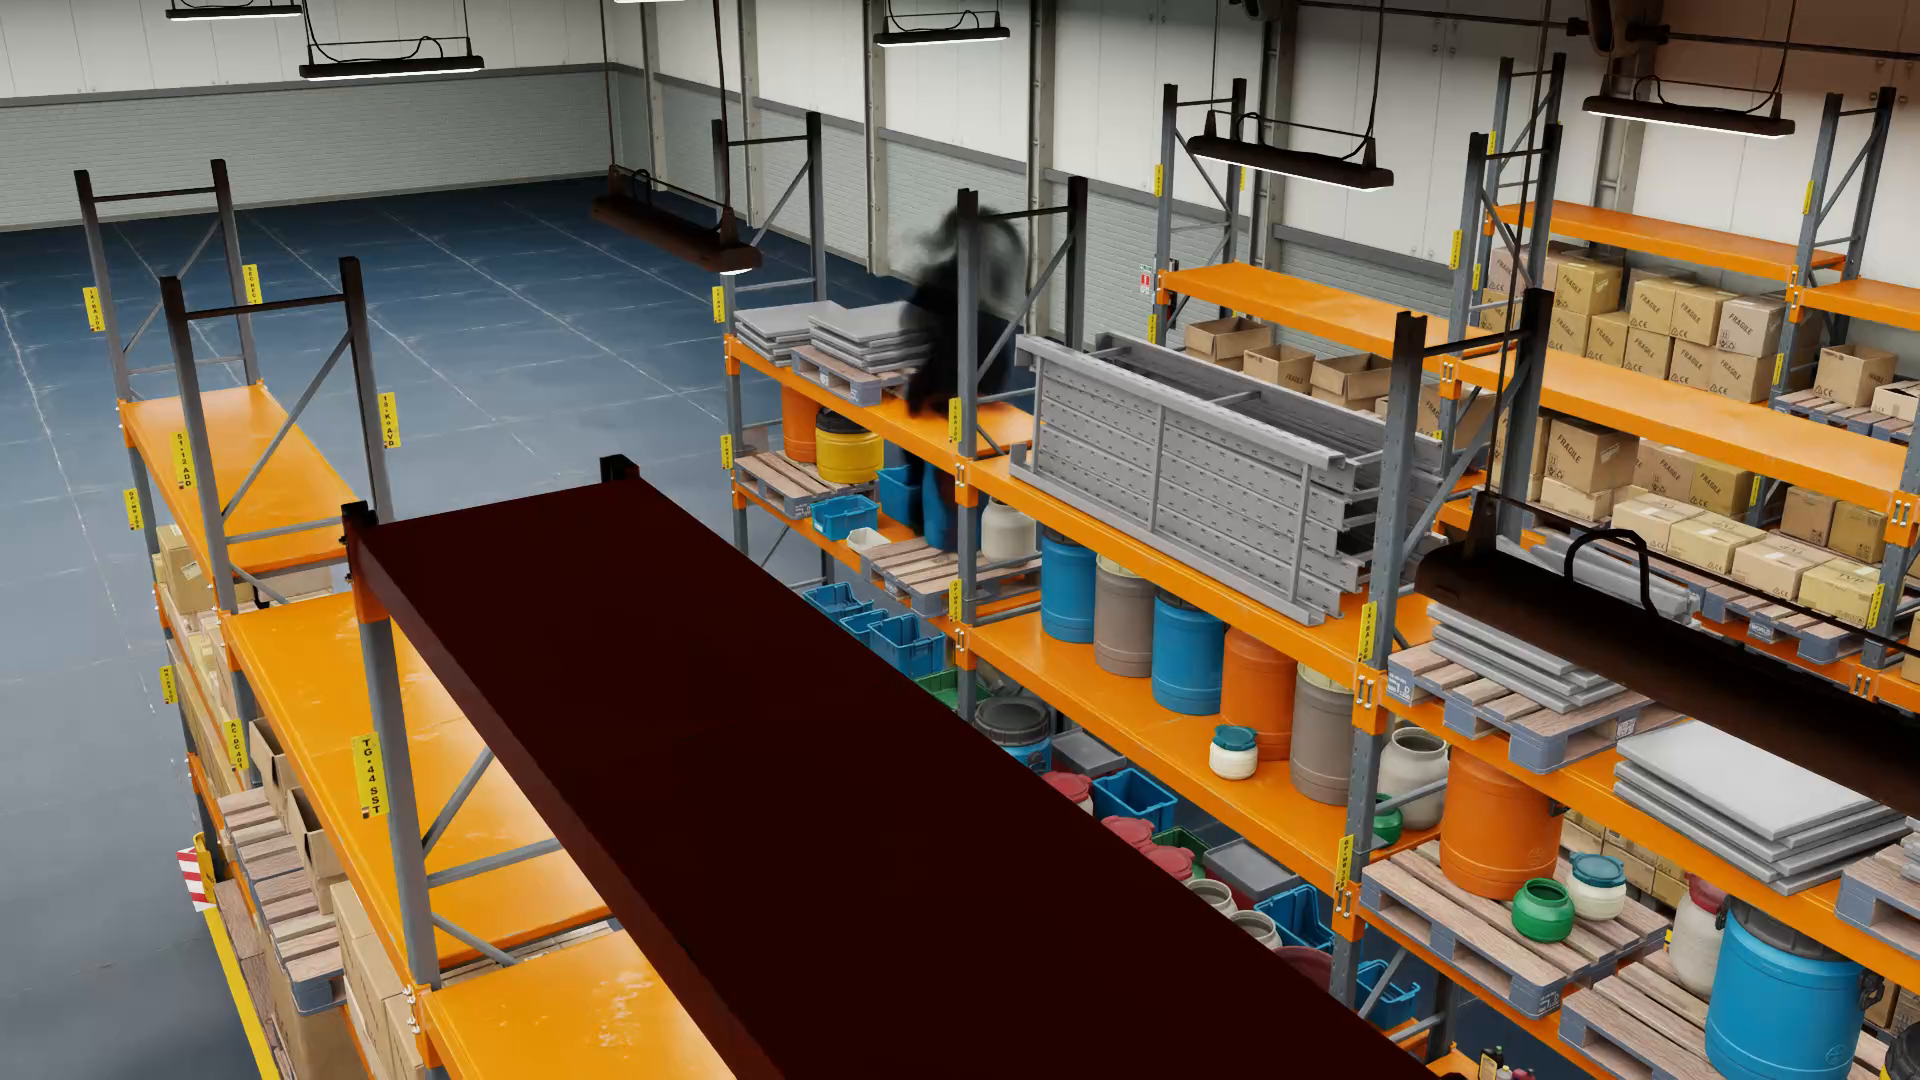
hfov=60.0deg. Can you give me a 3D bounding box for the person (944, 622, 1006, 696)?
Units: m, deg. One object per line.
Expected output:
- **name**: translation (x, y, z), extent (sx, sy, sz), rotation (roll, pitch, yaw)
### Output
- **person**: translation (0.142, 0.885, 16.886), extent (0.747, 1.788, 0.886), rotation (-17, 27, -35)
